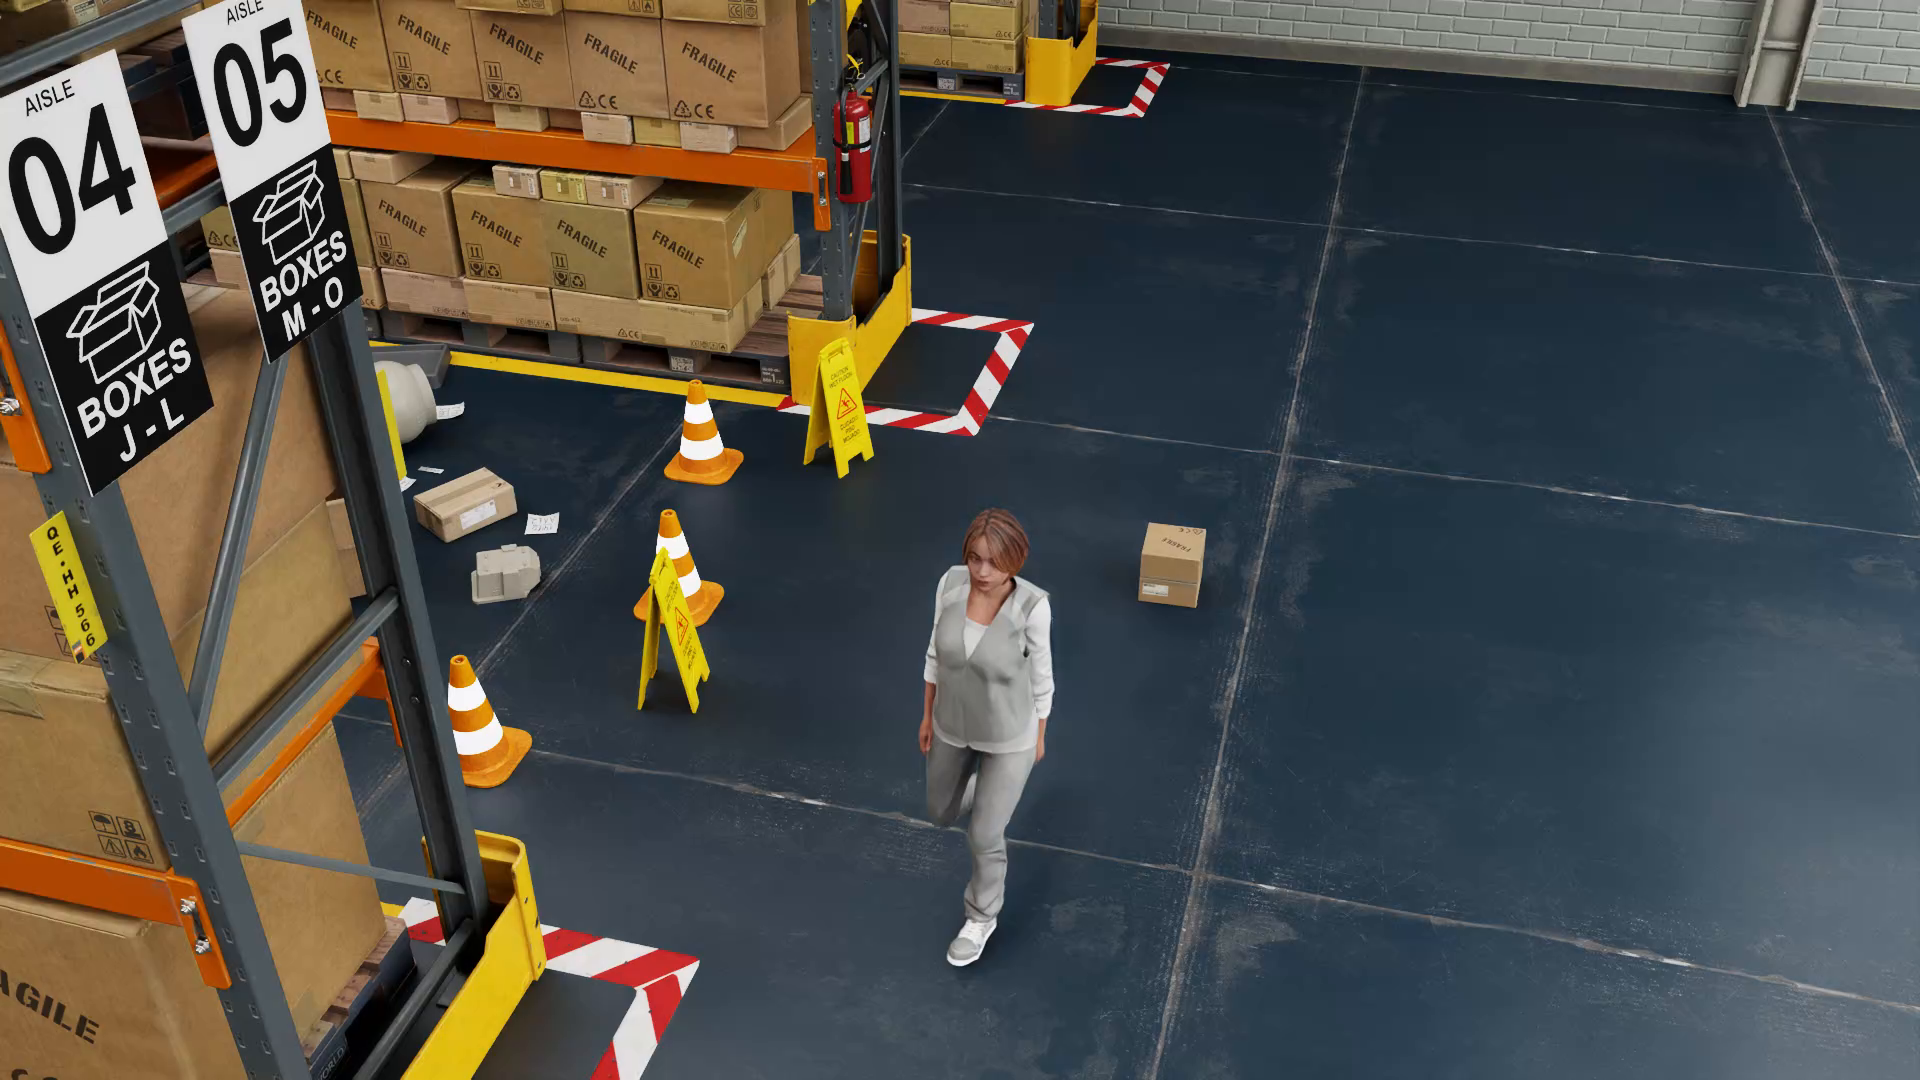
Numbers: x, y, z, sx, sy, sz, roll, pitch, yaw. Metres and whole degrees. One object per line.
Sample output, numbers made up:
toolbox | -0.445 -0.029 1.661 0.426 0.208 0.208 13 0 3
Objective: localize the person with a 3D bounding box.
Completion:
person | 0.098 0.567 5.249 0.415 1.577 0.683 16 37 23
